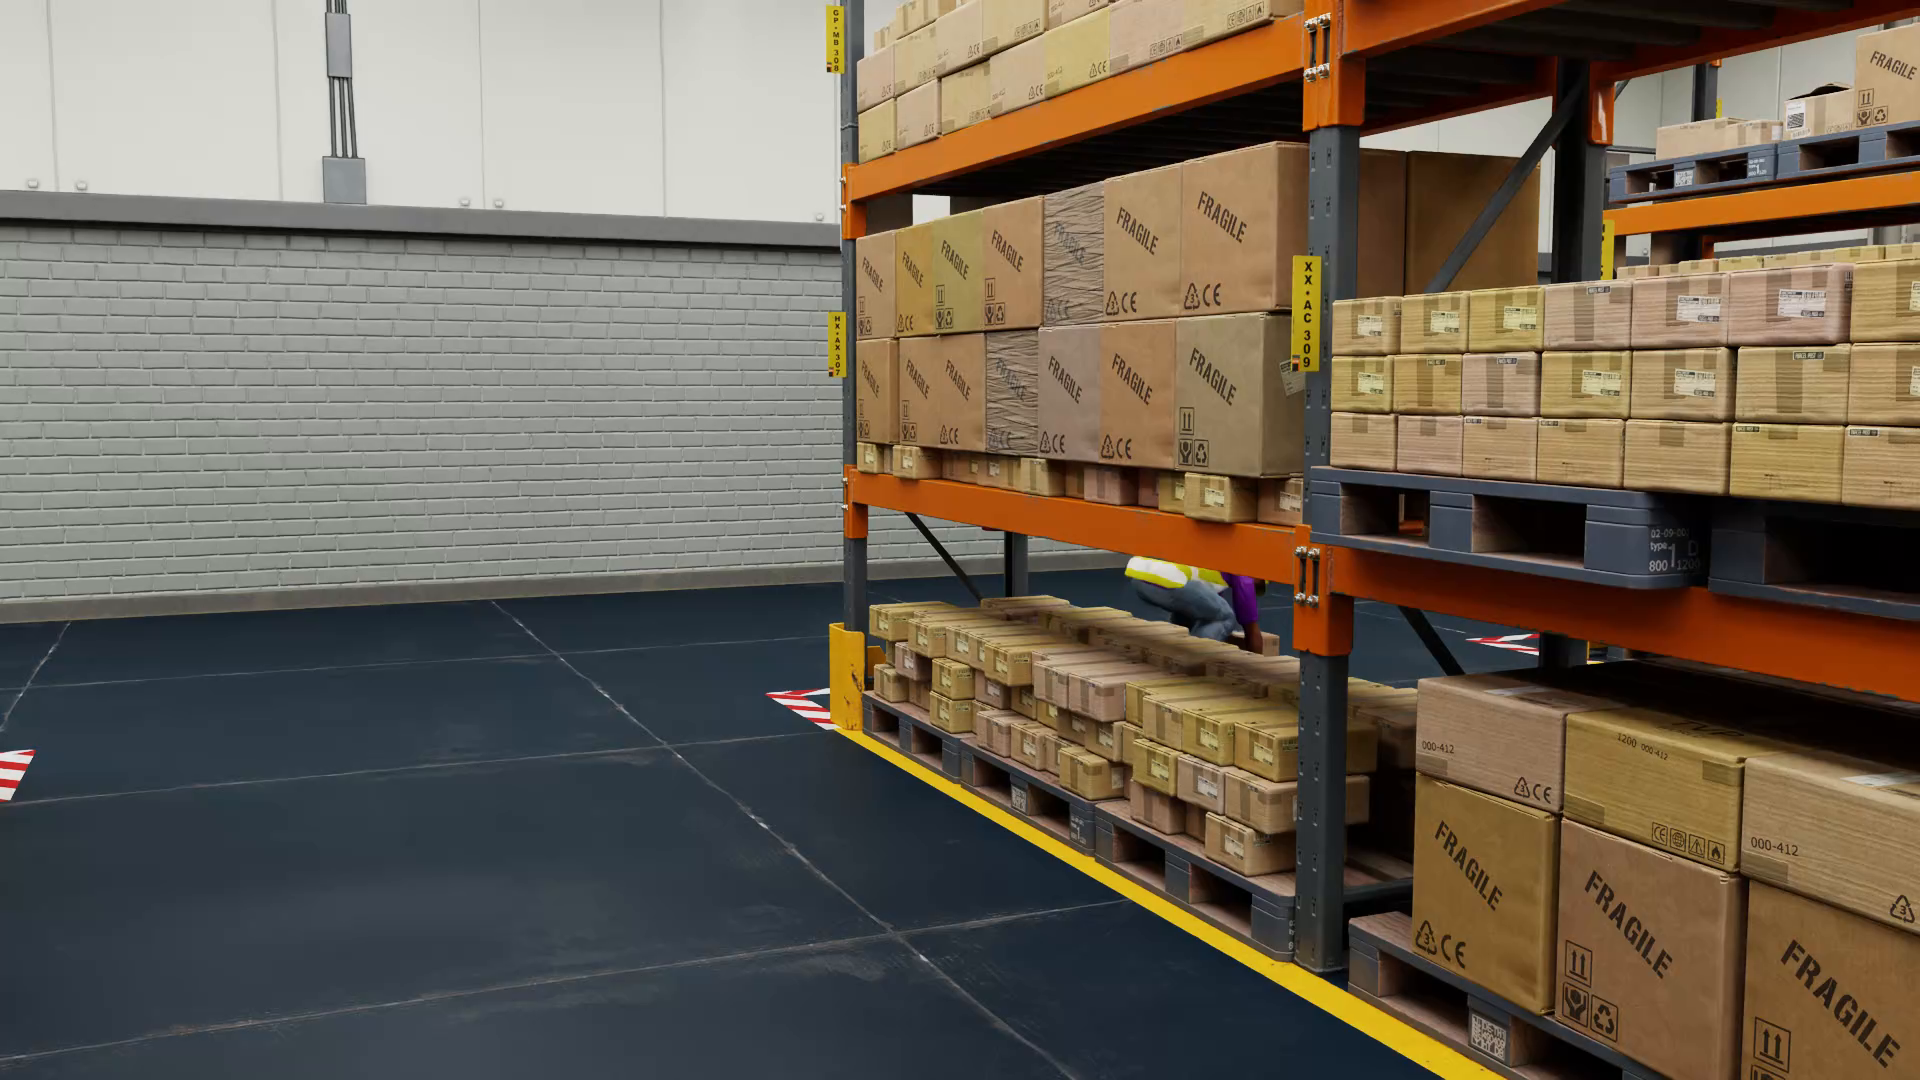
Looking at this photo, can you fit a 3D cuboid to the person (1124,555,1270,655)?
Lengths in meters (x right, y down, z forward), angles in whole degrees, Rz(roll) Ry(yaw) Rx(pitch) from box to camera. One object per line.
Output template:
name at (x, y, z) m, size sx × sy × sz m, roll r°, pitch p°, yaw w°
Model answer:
person at (1.436, 0.412, 9.777) m, size 0.980 × 0.862 × 0.517 m, roll -3°, pitch 6°, yaw -26°
